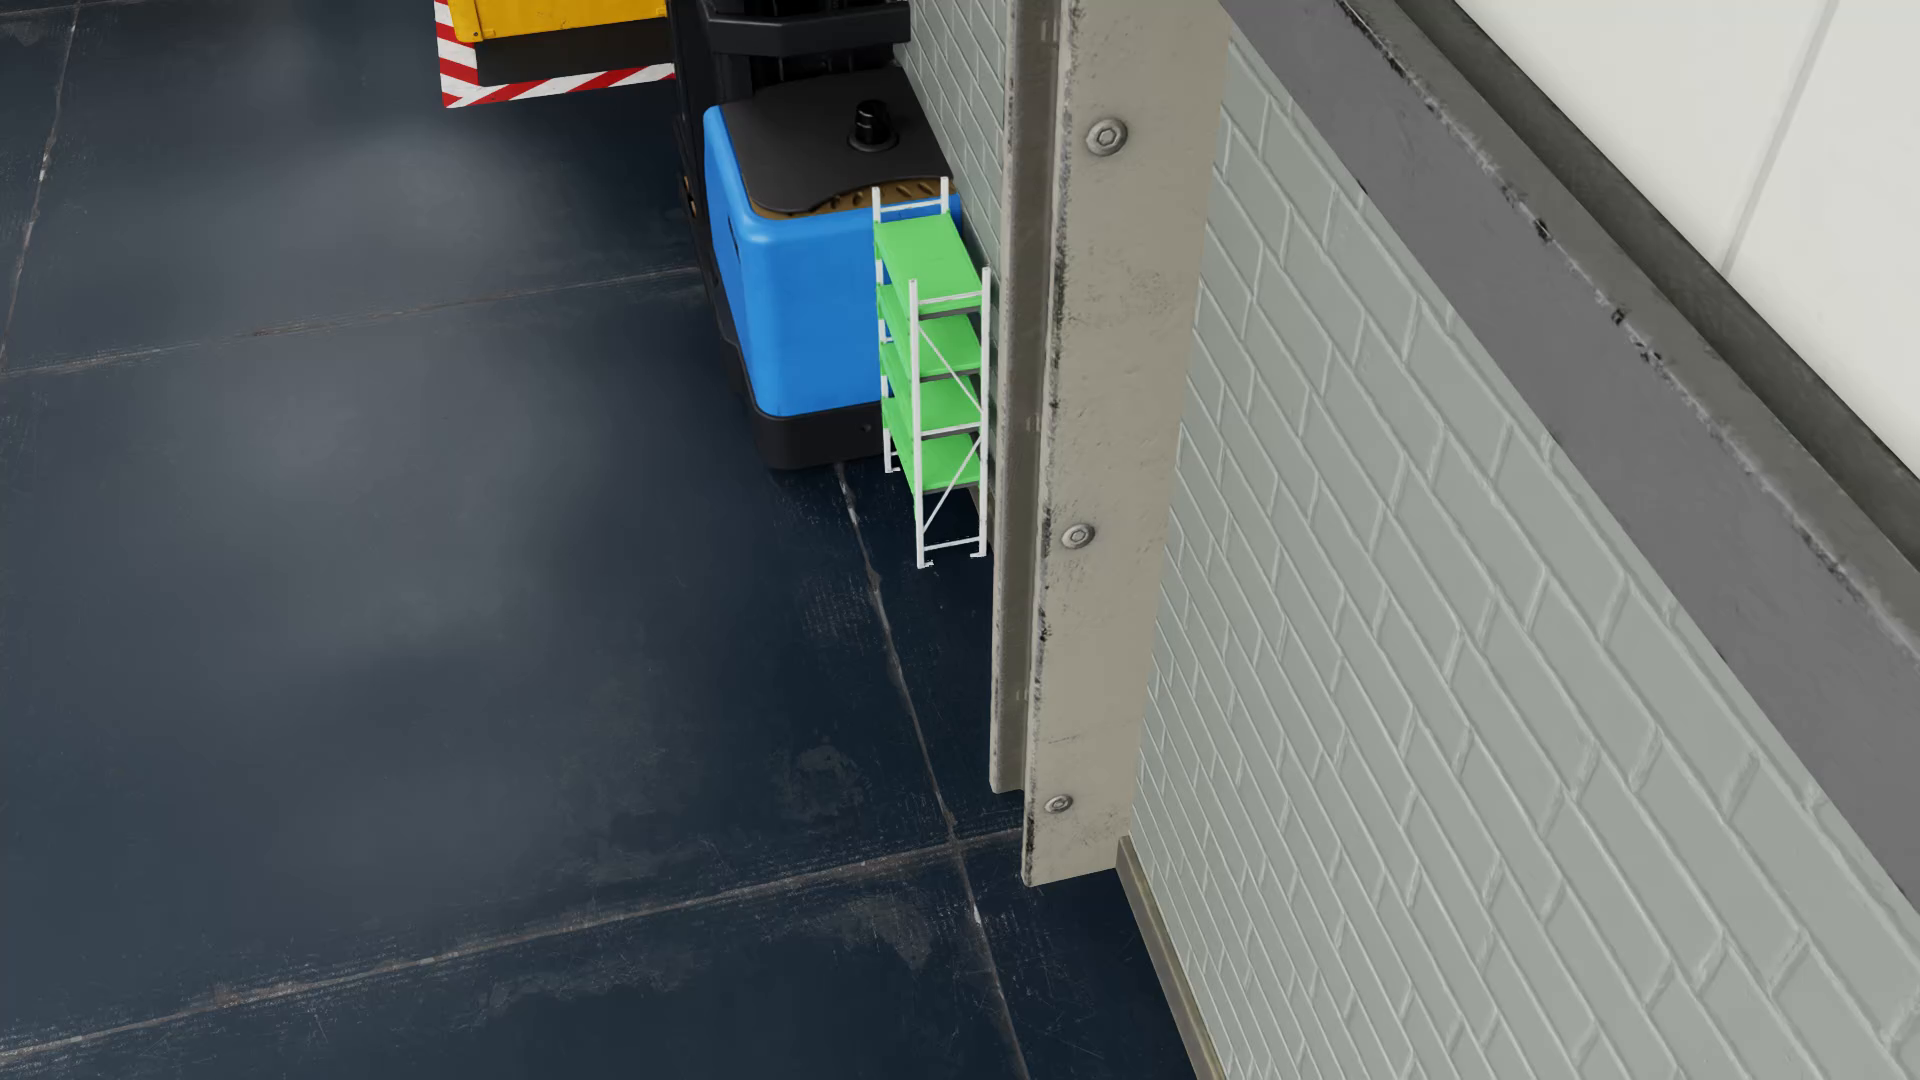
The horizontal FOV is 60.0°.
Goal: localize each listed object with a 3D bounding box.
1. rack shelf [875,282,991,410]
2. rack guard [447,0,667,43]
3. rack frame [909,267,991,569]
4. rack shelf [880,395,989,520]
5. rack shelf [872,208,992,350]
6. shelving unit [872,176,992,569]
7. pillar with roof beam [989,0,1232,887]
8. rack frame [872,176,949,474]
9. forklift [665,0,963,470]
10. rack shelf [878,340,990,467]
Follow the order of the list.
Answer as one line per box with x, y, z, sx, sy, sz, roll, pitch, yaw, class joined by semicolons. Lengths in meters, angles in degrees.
-0.091;-0.641;5.291;0.258;0.148;0.480;-11;47;-10;rack shelf
-1.936;-2.823;8.167;1.175;0.500;0.348;-11;47;-10;rack guard
-0.028;-0.349;5.252;0.240;1.200;0.015;-11;47;-10;rack frame
-0.090;-0.305;5.634;0.258;0.148;0.480;-11;47;-10;rack shelf
-0.091;-0.809;5.120;0.258;0.148;0.480;-11;47;-10;rack shelf
-0.091;-0.518;5.417;0.258;1.200;0.503;-11;47;-10;shelving unit
-3.875;-1.530;0.949;9.100;9.000;0.400;-11;47;-10;pillar with roof beam
-0.153;-0.686;5.582;0.240;1.200;0.015;-11;47;-10;rack frame
-0.576;-2.347;5.998;1.130;2.935;3.031;-11;47;-10;forklift
-0.091;-0.473;5.462;0.258;0.148;0.480;-11;47;-10;rack shelf
